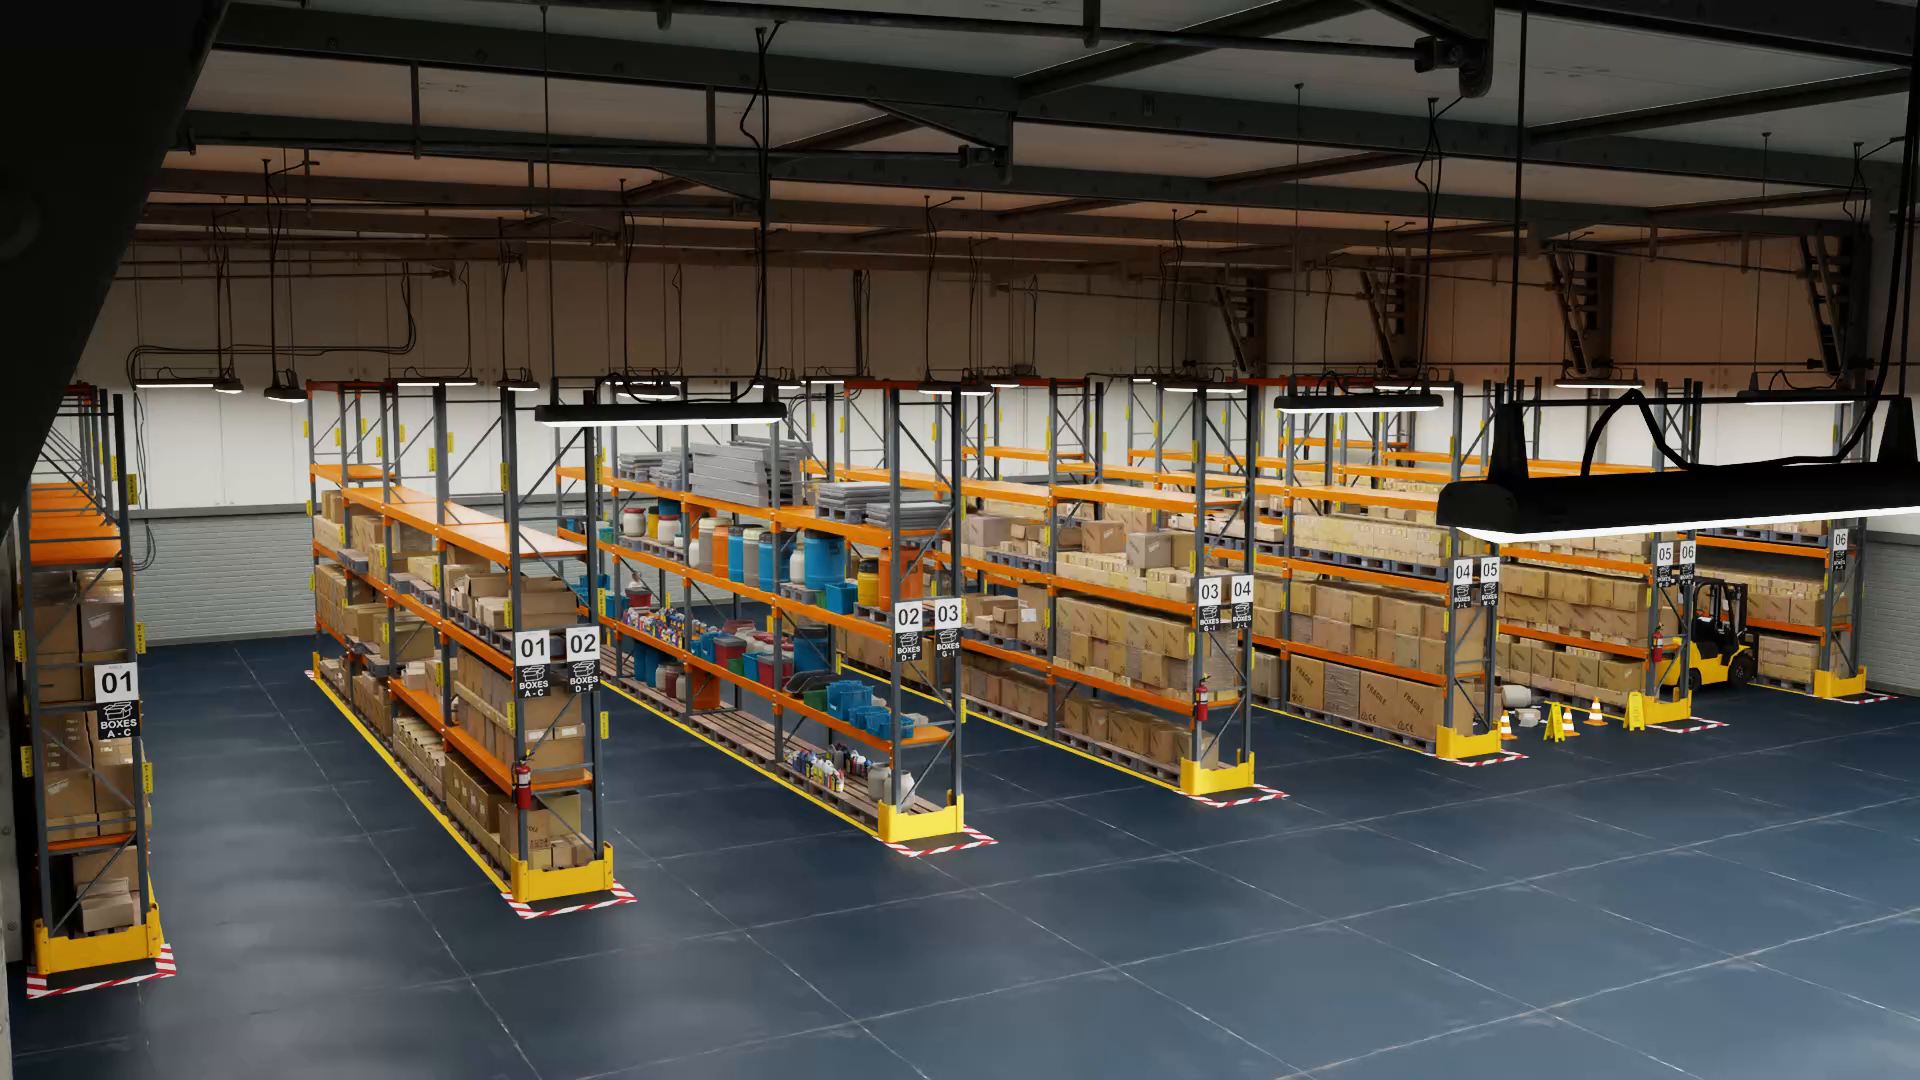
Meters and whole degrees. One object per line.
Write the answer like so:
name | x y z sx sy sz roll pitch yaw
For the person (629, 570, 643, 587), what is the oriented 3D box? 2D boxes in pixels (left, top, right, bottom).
person | -7.449 1.476 38.295 0.418 1.553 0.902 -4 7 -34
